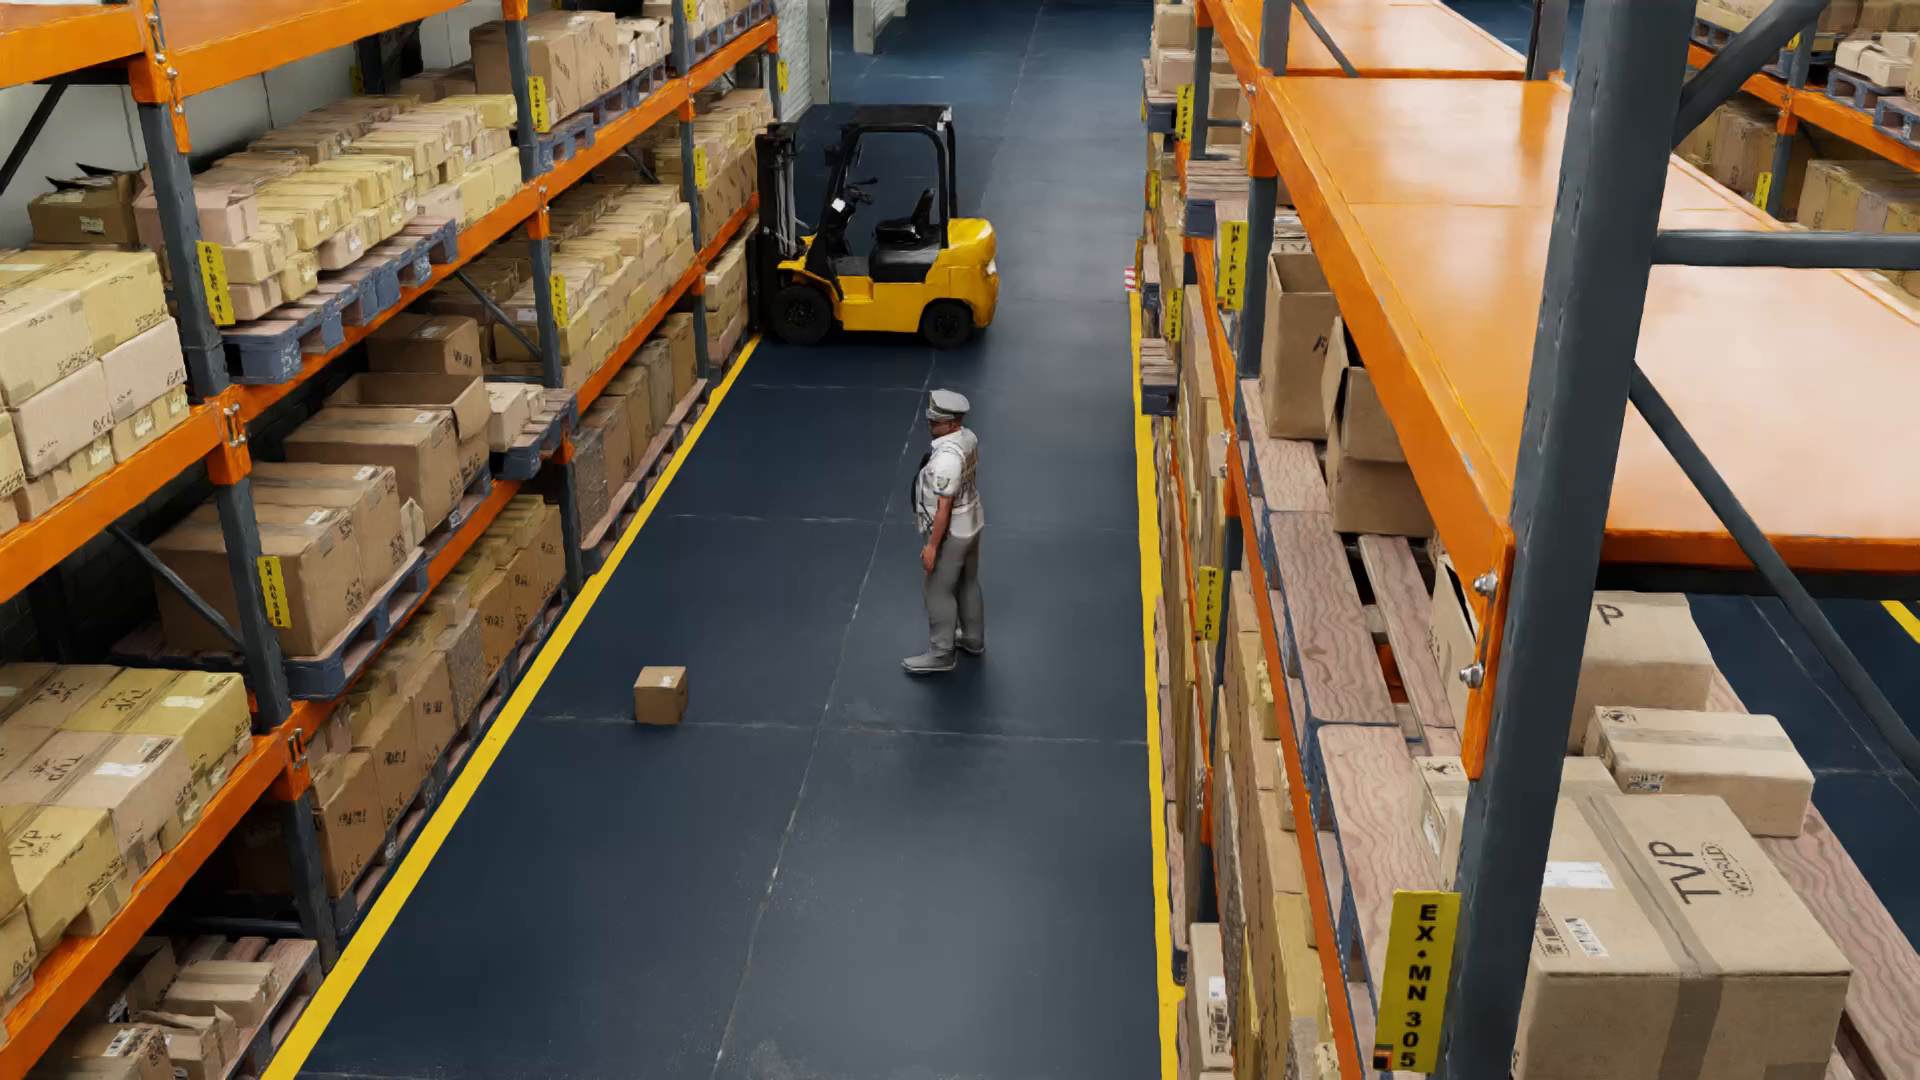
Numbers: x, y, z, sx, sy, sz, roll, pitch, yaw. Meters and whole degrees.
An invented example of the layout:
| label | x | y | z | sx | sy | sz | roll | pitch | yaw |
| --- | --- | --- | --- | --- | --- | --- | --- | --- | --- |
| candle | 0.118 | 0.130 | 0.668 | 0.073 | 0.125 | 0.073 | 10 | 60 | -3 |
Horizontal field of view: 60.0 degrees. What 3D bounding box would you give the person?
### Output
| label | x | y | z | sx | sy | sz | roll | pitch | yaw |
| --- | --- | --- | --- | --- | --- | --- | --- | --- | --- |
| person | -0.082 | -0.062 | 10.072 | 0.437 | 1.762 | 0.628 | 8 | 25 | 17 |
